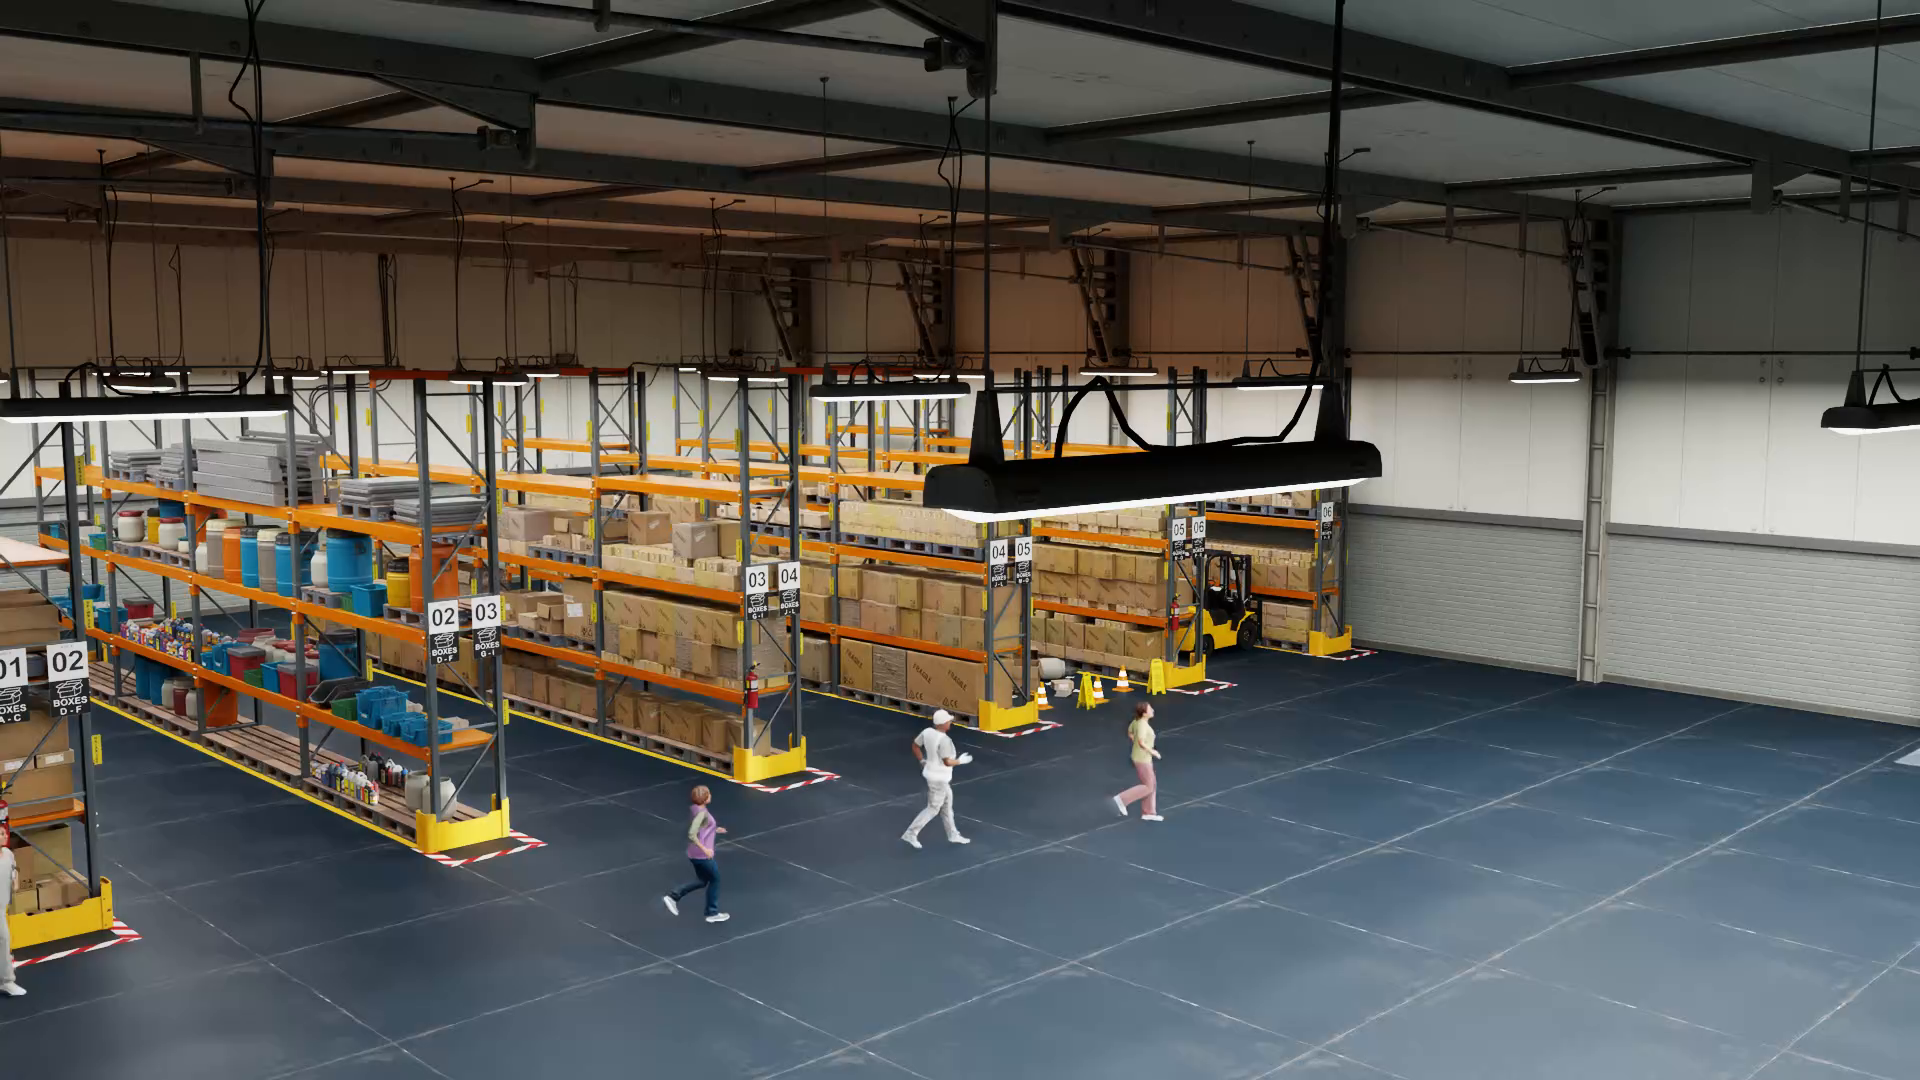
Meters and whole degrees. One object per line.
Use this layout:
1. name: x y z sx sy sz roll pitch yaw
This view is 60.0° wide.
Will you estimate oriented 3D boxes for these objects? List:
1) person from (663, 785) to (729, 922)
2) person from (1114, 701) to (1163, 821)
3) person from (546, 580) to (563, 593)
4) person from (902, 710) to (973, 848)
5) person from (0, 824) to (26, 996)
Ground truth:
1. person: -2.908 3.478 18.359 0.736 1.568 0.538 -3 7 -21
2. person: 2.403 2.995 22.494 0.722 1.652 0.584 -1 7 -9
3. person: -10.351 0.705 41.967 0.656 1.767 0.963 3 7 25
4. person: -0.303 3.046 21.137 0.977 1.785 0.645 -2 7 -21
5. person: -9.645 3.640 16.588 0.927 1.648 0.604 1 7 11
